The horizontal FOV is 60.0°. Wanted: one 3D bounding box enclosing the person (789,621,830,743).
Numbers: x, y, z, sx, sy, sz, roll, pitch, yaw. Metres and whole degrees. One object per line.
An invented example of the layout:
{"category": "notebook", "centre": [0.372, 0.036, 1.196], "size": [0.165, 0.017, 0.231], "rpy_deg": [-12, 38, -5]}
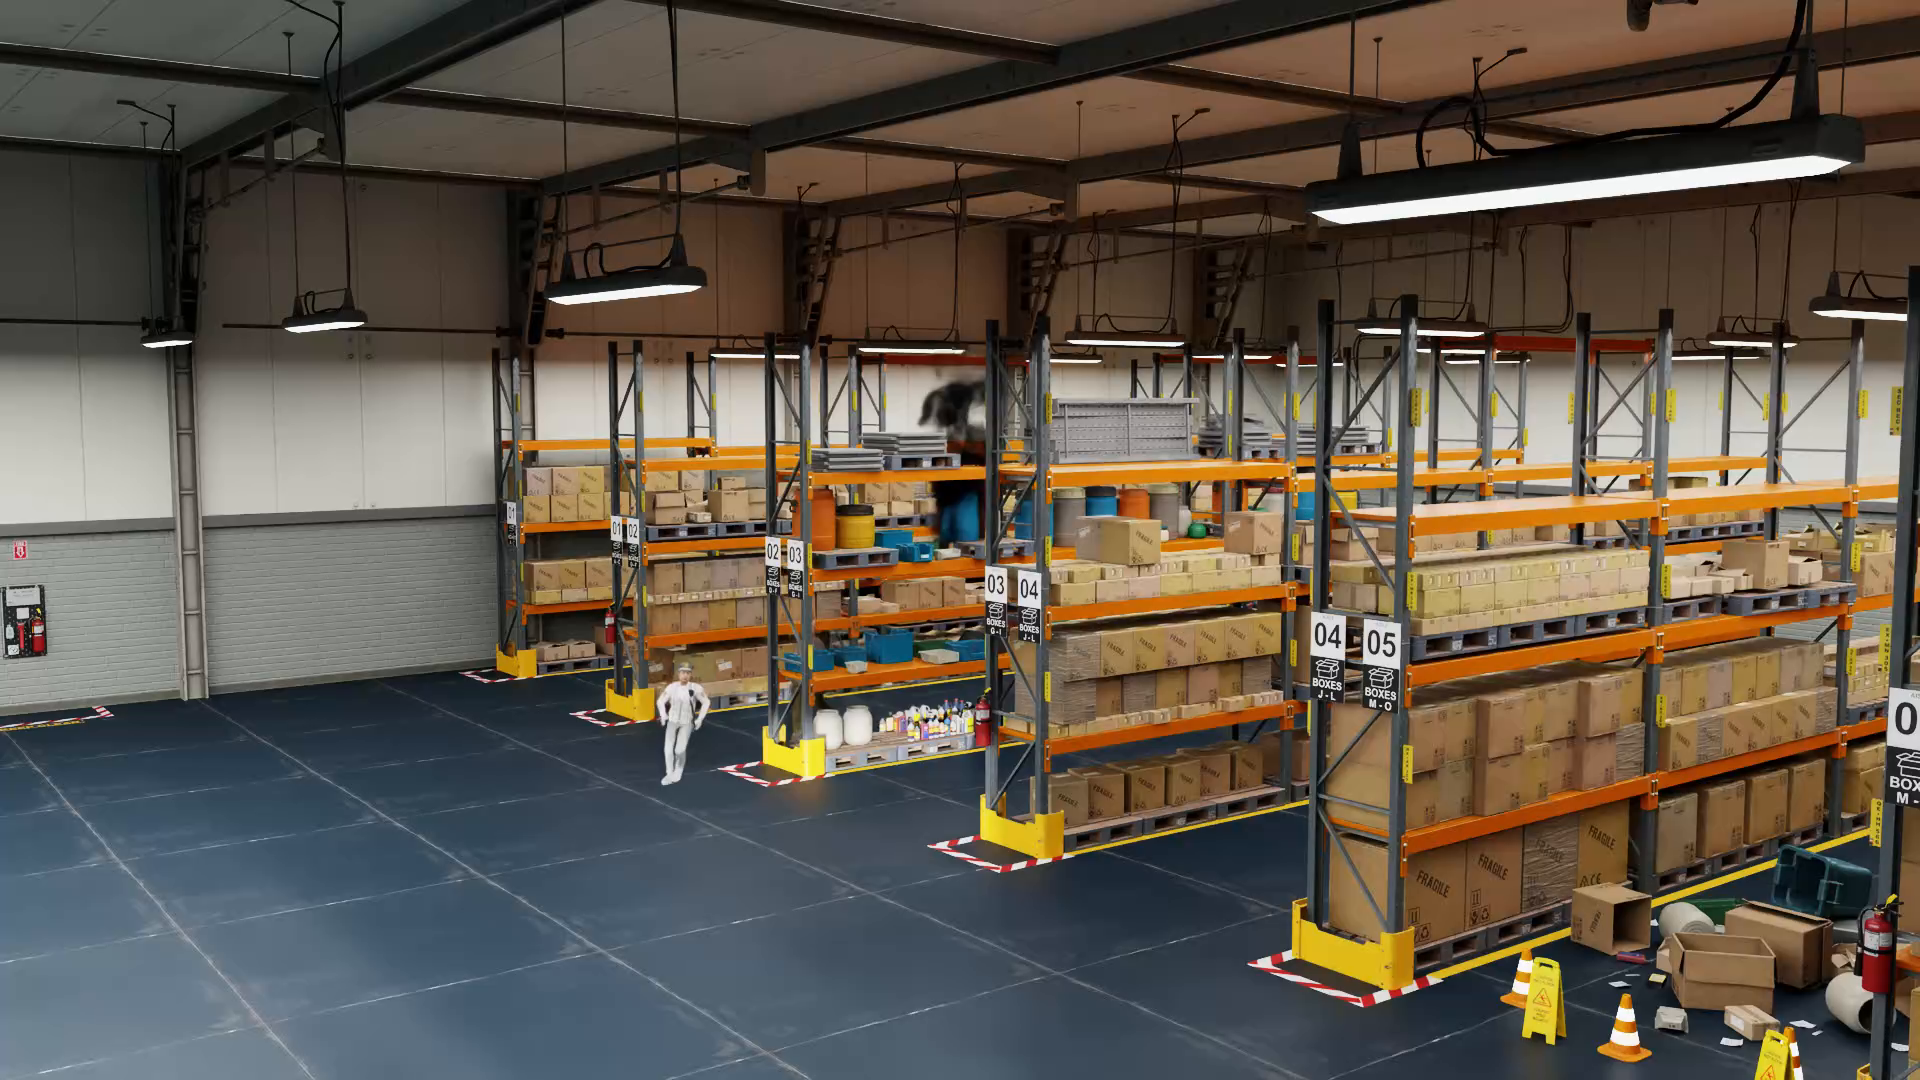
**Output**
{"category": "person", "centre": [-2.225, 2.098, 24.816], "size": [0.666, 1.847, 0.937], "rpy_deg": [4, 7, 40]}

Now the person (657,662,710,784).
{"category": "person", "centre": [-3.672, 2.425, 21.943], "size": [0.677, 1.641, 0.547], "rpy_deg": [0, 5, 4]}
